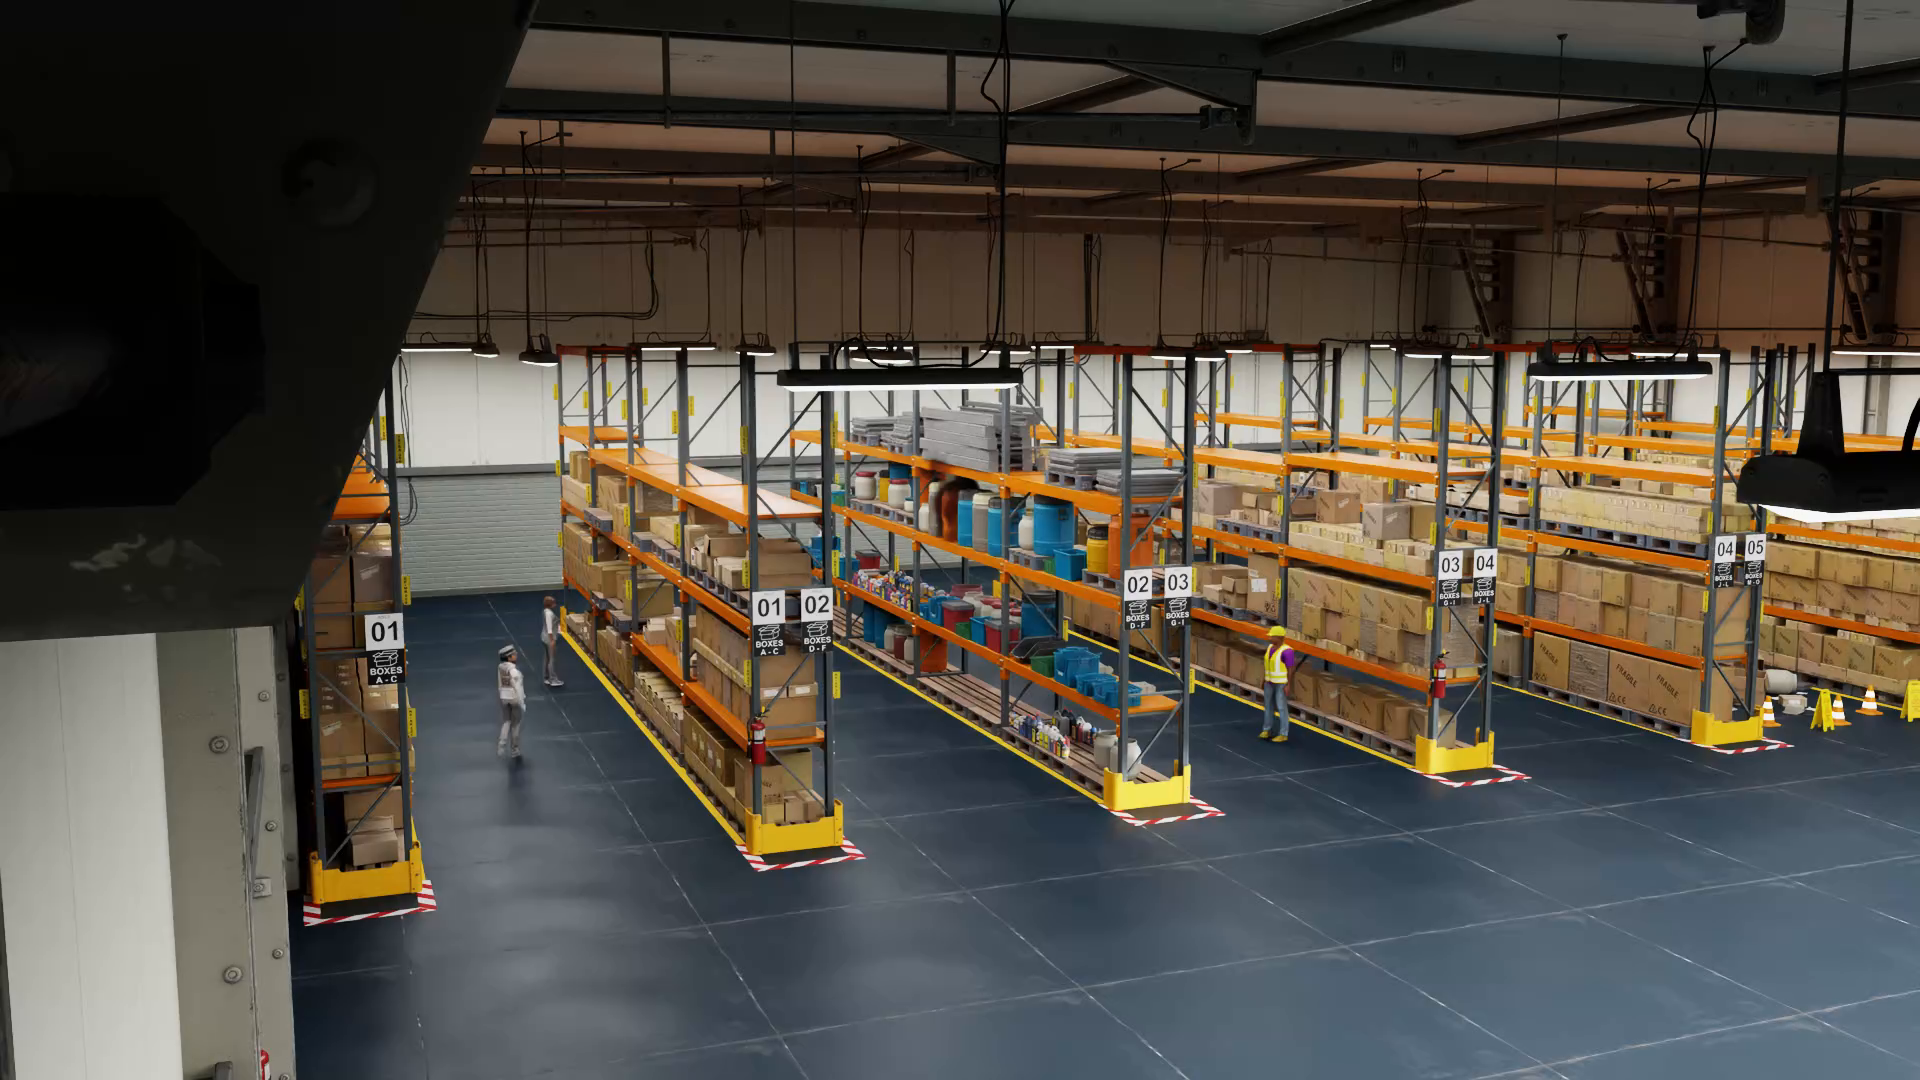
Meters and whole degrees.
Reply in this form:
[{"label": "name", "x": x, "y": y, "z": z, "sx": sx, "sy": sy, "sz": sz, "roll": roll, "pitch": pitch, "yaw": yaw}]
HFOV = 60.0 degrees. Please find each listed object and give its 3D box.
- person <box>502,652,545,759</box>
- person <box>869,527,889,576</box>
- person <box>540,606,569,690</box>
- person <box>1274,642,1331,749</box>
[{"label": "person", "x": -6.419, "y": 2.438, "z": 24.483, "sx": 0.486, "sy": 1.635, "sz": 0.615, "roll": 1, "pitch": 7, "yaw": 11}, {"label": "person", "x": -2.024, "y": 0.360, "z": 40.361, "sx": 0.892, "sy": 1.831, "sz": 0.619, "roll": 0, "pitch": 7, "yaw": 2}, {"label": "person", "x": -7.168, "y": 1.872, "z": 29.223, "sx": 0.505, "sy": 1.514, "sz": 0.726, "roll": -6, "pitch": 9, "yaw": -39}, {"label": "person", "x": 5.149, "y": 2.336, "z": 24.842, "sx": 0.718, "sy": 1.671, "sz": 0.900, "roll": -1, "pitch": 7, "yaw": -5}]
